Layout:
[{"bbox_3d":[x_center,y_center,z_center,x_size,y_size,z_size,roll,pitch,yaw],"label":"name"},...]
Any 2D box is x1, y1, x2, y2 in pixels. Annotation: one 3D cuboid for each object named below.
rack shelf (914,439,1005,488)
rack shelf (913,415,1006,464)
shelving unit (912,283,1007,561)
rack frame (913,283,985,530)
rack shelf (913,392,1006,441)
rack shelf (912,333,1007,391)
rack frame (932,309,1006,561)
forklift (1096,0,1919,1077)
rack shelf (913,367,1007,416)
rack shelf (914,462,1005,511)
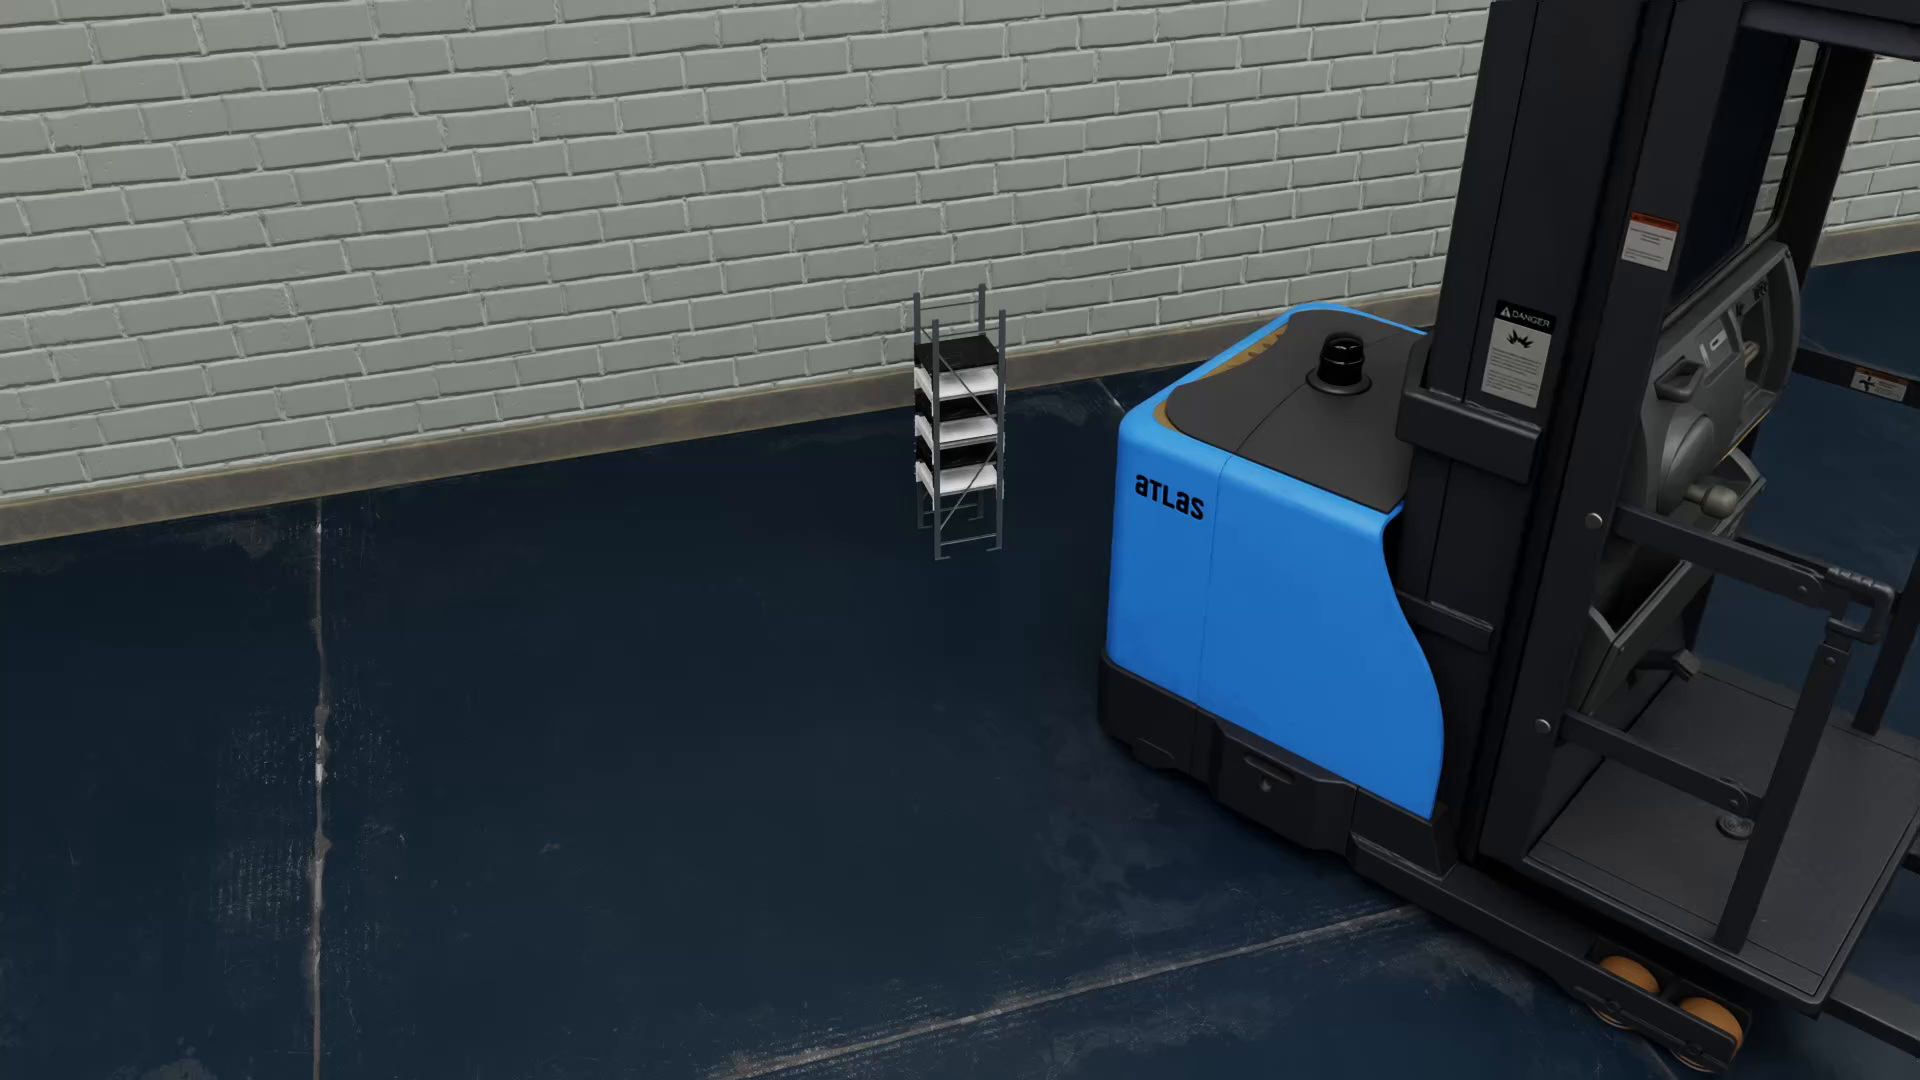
[{"bbox_3d":[-0.002,-0.277,5.576,0.258,0.077,0.200,-10,35,-15],"label":"rack shelf"},{"bbox_3d":[-0.002,-0.352,5.527,0.258,0.077,0.200,-10,35,-15],"label":"rack shelf"},{"bbox_3d":[-0.002,-0.380,5.508,0.258,0.900,0.210,-10,35,-15],"label":"shelving unit"},{"bbox_3d":[-0.033,-0.433,5.589,0.240,0.900,0.006,-10,35,-15],"label":"rack frame"},{"bbox_3d":[-0.002,-0.427,5.477,0.258,0.077,0.200,-10,35,-15],"label":"rack shelf"},{"bbox_3d":[-0.002,-0.577,5.378,0.258,0.077,0.200,-10,35,-15],"label":"rack shelf"},{"bbox_3d":[0.029,-0.326,5.428,0.240,0.900,0.006,-10,35,-15],"label":"rack frame"},{"bbox_3d":[1.842,-0.317,3.571,3.031,2.935,1.130,25,41,33],"label":"forklift"},{"bbox_3d":[-0.002,-0.502,5.428,0.258,0.077,0.200,-10,35,-15],"label":"rack shelf"},{"bbox_3d":[-0.002,-0.202,5.626,0.258,0.077,0.200,-10,35,-15],"label":"rack shelf"}]
